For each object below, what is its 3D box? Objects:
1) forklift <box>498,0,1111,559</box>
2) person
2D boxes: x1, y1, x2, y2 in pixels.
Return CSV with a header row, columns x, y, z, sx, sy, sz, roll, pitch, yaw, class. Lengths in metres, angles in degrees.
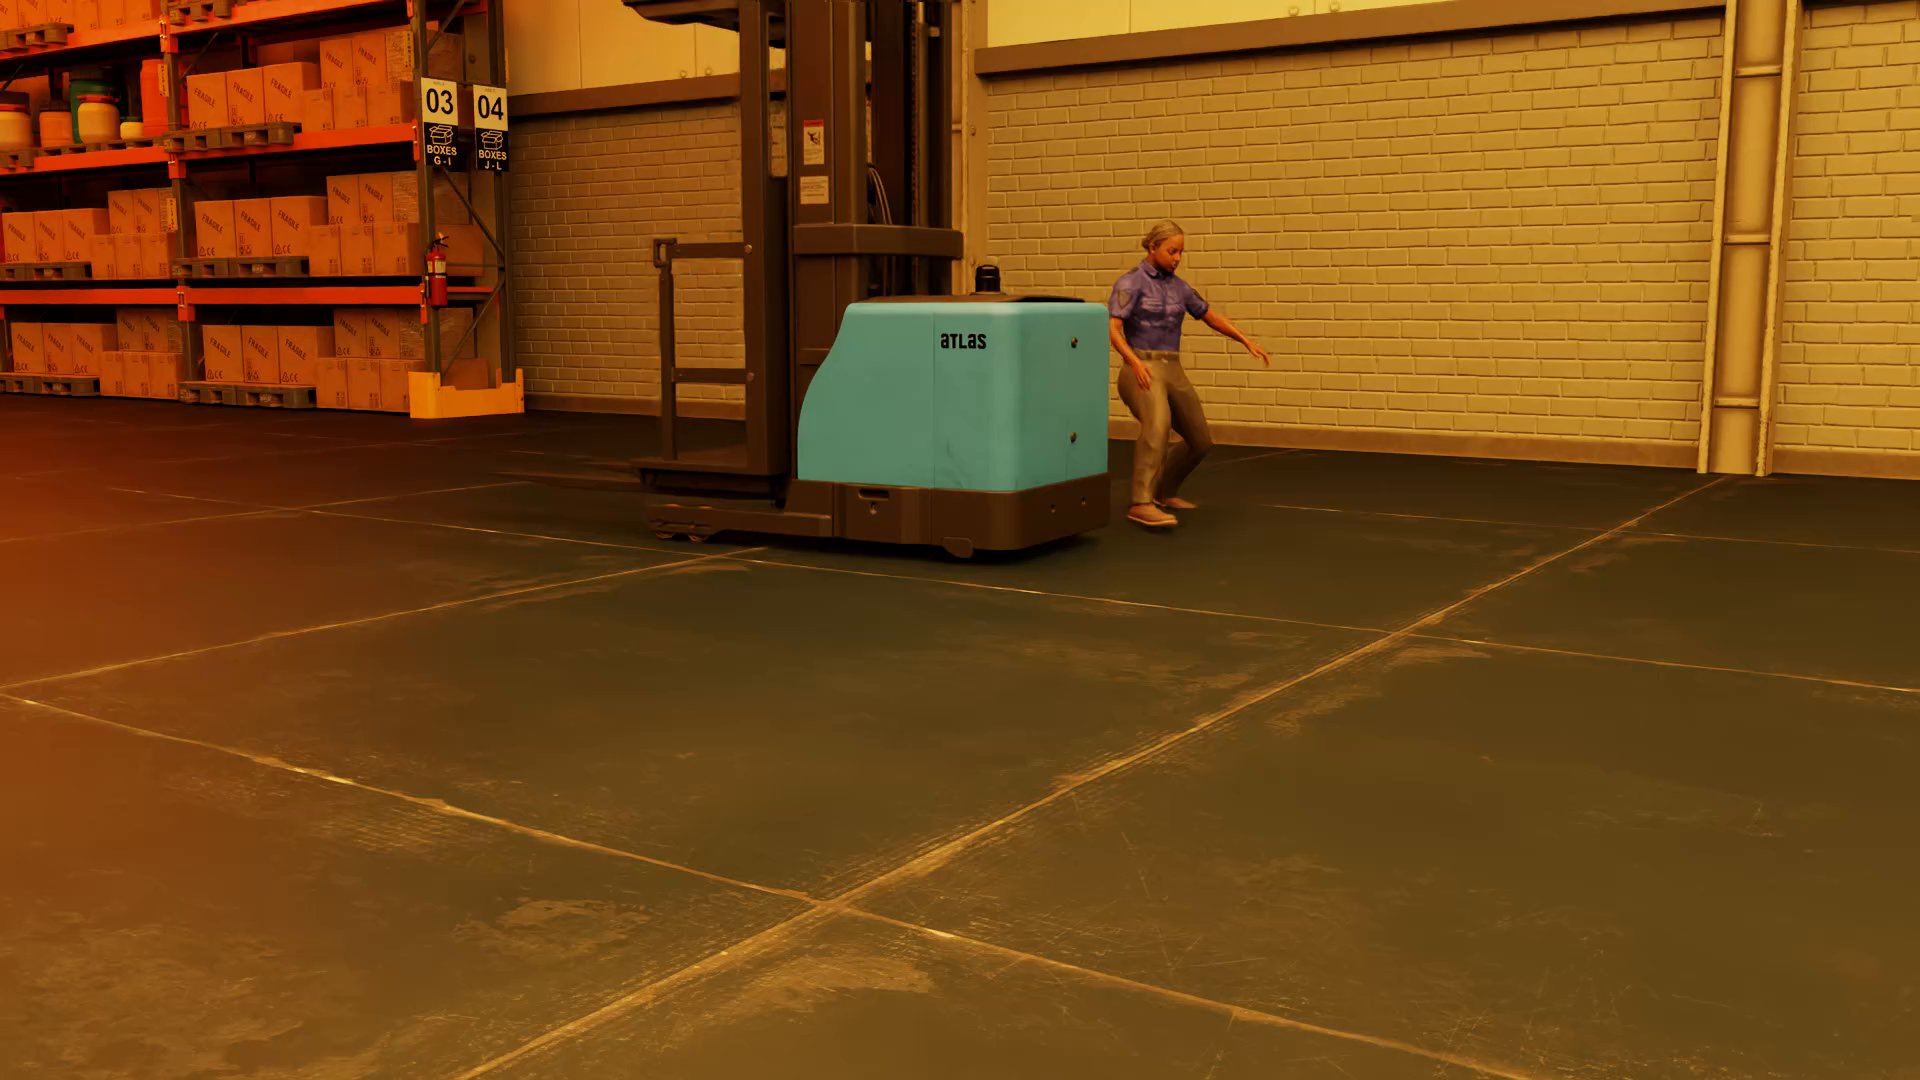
x,y,z,sx,sy,sz,roll,pitch,yaw,class
-0.849,-1.500,7.743,3.031,2.935,1.130,5,9,29,forklift
1.055,-0.827,8.312,0.936,1.517,0.876,-6,10,-38,person
